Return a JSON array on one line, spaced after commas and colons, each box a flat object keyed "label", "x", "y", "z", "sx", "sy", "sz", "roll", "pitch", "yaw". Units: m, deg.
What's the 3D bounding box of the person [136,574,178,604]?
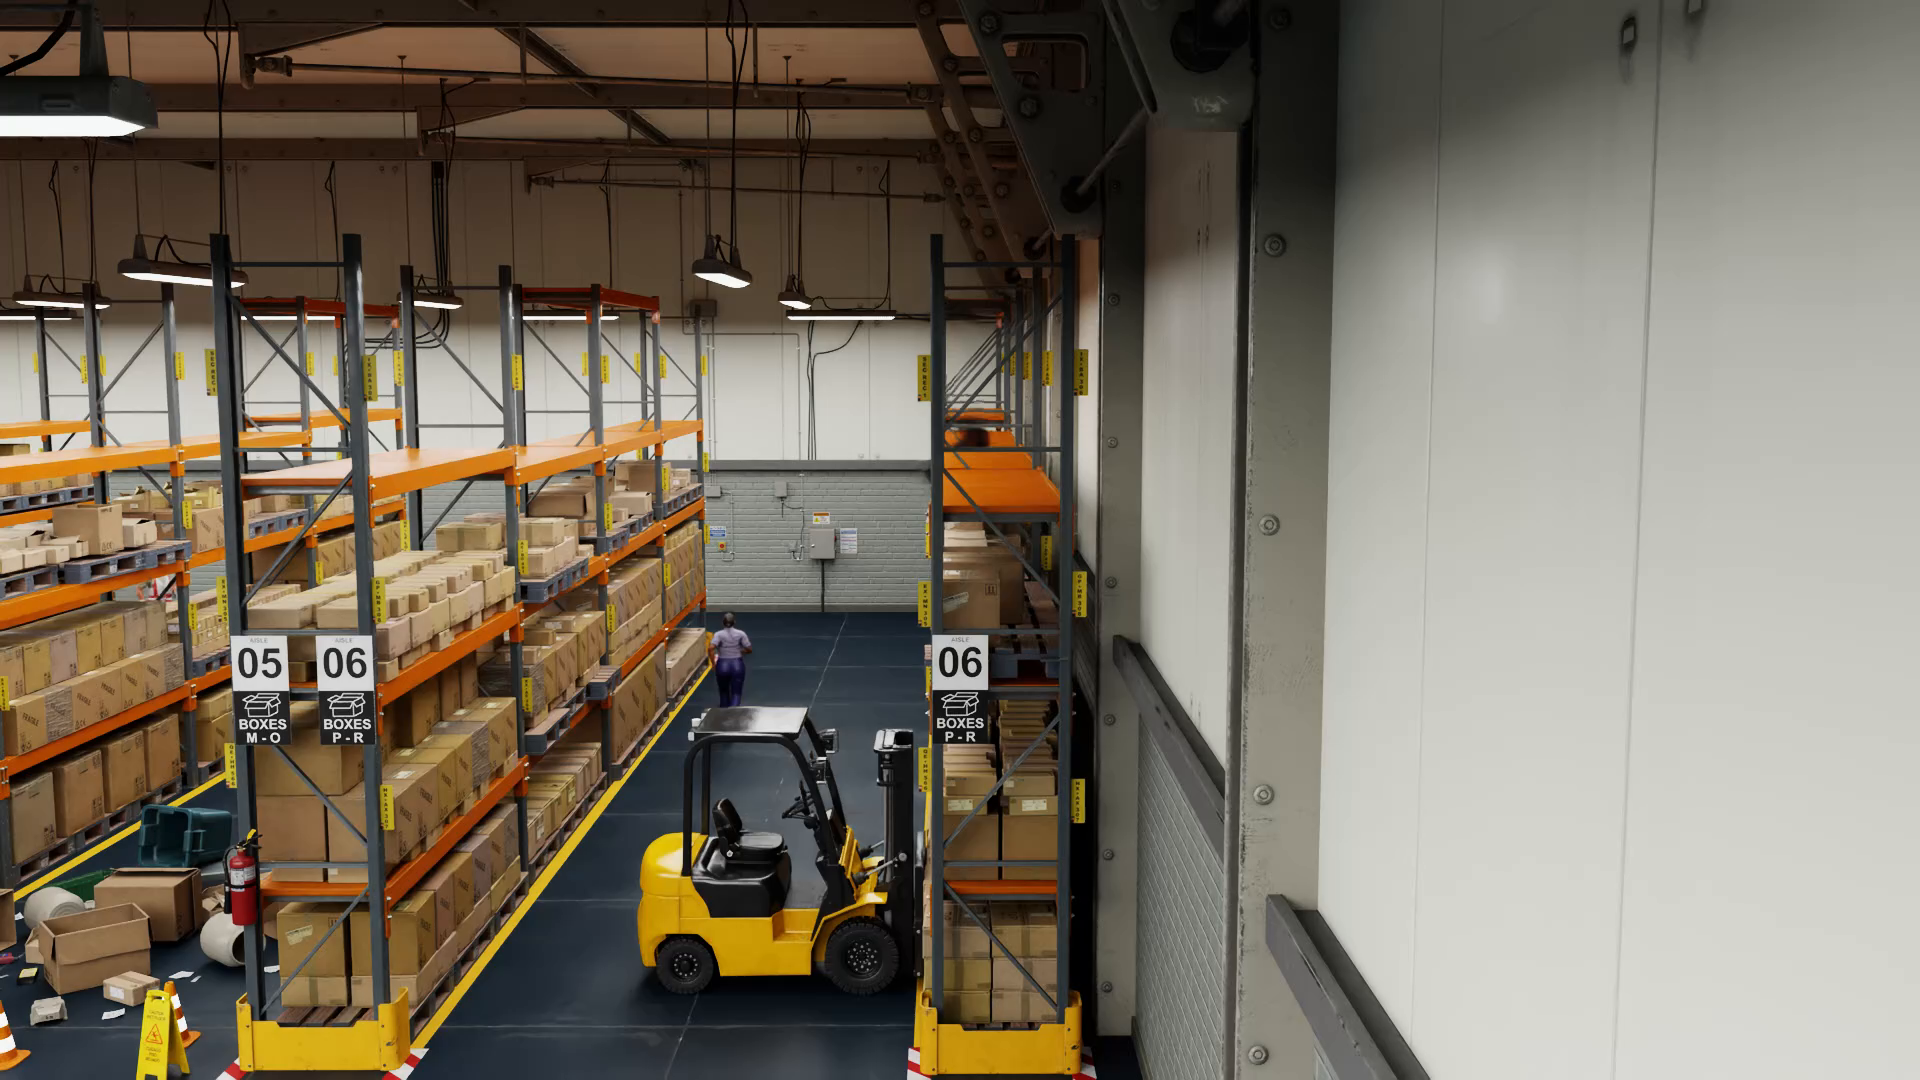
[{"label": "person", "x": -13.790, "y": 1.144, "z": 28.667, "sx": 0.711, "sy": 1.771, "sz": 0.697, "roll": 4, "pitch": 8, "yaw": 34}]

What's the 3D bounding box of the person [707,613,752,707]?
[{"label": "person", "x": -3.149, "y": 1.834, "z": 22.834, "sx": 0.596, "sy": 1.678, "sz": 0.849, "roll": 0, "pitch": 6, "yaw": -4}]
